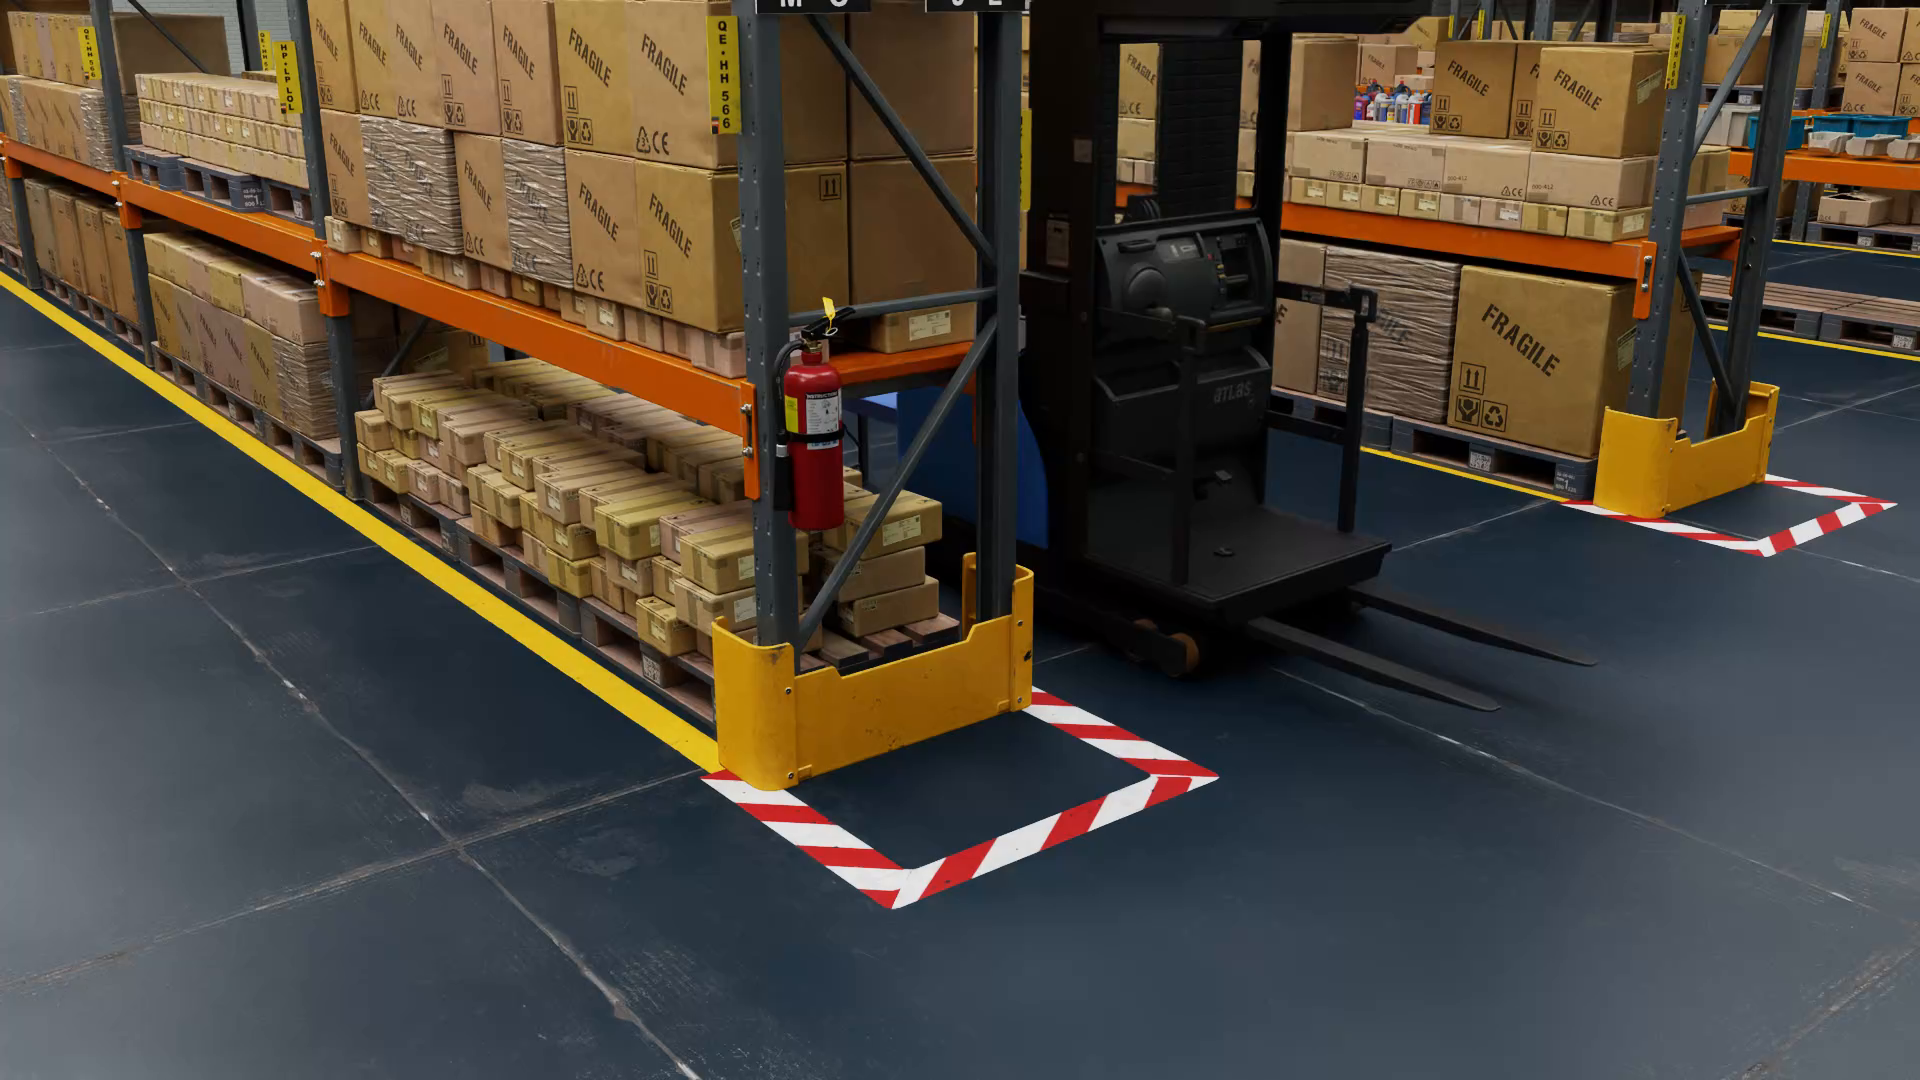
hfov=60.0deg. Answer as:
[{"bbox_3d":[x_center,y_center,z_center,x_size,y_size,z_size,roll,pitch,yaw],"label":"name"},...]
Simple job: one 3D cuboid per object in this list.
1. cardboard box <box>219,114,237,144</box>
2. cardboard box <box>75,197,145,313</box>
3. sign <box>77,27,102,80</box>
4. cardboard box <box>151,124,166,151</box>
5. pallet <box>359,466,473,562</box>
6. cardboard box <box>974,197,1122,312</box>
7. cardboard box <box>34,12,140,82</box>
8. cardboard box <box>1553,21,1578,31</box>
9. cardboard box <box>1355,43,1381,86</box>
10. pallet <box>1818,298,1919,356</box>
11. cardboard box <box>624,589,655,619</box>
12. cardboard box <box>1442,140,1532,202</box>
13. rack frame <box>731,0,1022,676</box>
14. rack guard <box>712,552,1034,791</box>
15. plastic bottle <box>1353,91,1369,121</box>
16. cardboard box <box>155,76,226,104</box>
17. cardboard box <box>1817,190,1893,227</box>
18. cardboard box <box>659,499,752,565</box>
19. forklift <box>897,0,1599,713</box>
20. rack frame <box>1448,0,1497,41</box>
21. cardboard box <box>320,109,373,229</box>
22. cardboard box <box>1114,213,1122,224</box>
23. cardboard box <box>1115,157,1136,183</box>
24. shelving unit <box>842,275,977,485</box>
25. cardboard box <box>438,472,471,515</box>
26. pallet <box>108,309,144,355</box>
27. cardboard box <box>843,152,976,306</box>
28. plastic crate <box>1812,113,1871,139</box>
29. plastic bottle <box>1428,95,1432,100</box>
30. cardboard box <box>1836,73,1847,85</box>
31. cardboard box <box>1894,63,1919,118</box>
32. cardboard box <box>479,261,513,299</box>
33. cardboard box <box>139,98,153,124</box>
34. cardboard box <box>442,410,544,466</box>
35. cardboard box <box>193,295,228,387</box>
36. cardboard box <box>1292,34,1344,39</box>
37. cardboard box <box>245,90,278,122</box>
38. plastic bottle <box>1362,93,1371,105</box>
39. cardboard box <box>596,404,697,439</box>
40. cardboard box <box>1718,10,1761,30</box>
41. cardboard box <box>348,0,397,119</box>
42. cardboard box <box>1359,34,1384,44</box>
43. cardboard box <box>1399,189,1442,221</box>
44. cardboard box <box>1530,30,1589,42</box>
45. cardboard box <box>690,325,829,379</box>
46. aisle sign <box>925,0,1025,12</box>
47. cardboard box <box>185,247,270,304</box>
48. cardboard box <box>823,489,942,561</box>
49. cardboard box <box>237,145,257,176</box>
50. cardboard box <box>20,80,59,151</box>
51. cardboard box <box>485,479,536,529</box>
[{"bbox_3d":[-3.936,-2.328,9.378,0.380,0.149,0.250,-14,23,-36],"label":"cardboard box"},{"bbox_3d":[-6.050,-2.222,12.712,1.050,0.750,0.750,-14,23,-35],"label":"cardboard box"},{"bbox_3d":[-5.630,-3.149,10.758,0.100,0.325,0.005,-14,23,-36],"label":"sign"},{"bbox_3d":[-4.911,-2.573,10.591,0.380,0.149,0.250,-13,22,-33],"label":"cardboard box"},{"bbox_3d":[-2.268,-0.240,8.252,1.003,0.211,1.213,-14,23,-36],"label":"pallet"},{"bbox_3d":[0.825,-2.010,11.874,1.225,0.875,0.875,-14,23,-36],"label":"cardboard box"},{"bbox_3d":[-6.733,-3.844,12.949,0.700,0.500,0.500,-14,23,-36],"label":"cardboard box"},{"bbox_3d":[8.983,-7.366,24.478,0.700,0.500,0.500,-10,21,-29],"label":"cardboard box"},{"bbox_3d":[5.141,-6.171,21.569,0.500,0.500,0.500,-14,23,-36],"label":"cardboard box"},{"bbox_3d":[7.122,-1.534,12.159,1.003,0.211,1.213,-14,23,-36],"label":"pallet"},{"bbox_3d":[-1.055,0.203,6.346,0.380,0.149,0.250,-14,23,-36],"label":"cardboard box"},{"bbox_3d":[2.898,-1.943,8.723,0.500,0.250,0.500,-14,23,-37],"label":"cardboard box"},{"bbox_3d":[-0.229,-0.737,5.316,1.000,3.000,0.127,-14,23,-36],"label":"rack frame"},{"bbox_3d":[-0.277,0.431,5.766,1.175,0.500,0.348,-14,23,-36],"label":"rack guard"},{"bbox_3d":[3.675,-3.964,15.247,0.061,0.283,0.133,-14,23,-36],"label":"plastic bottle"},{"bbox_3d":[-4.744,-2.792,10.308,0.380,0.149,0.250,-14,23,-36],"label":"cardboard box"},{"bbox_3d":[9.097,-3.385,16.891,0.500,0.311,0.500,-14,23,-36],"label":"cardboard box"},{"bbox_3d":[-0.868,-0.019,6.070,0.380,0.149,0.250,-13,23,-35],"label":"cardboard box"},{"bbox_3d":[1.031,-1.050,6.371,1.130,2.935,3.031,-15,23,-37],"label":"forklift"},{"bbox_3d":[7.919,-7.537,25.853,1.000,3.000,0.127,-14,23,-36],"label":"rack frame"},{"bbox_3d":[-2.603,-1.740,7.713,0.500,0.500,0.500,-14,23,-37],"label":"cardboard box"},{"bbox_3d":[1.585,-1.678,10.871,0.875,0.875,0.875,-14,23,-36],"label":"cardboard box"},{"bbox_3d":[1.161,-2.409,10.764,0.380,0.149,0.250,-14,23,-36],"label":"cardboard box"},{"bbox_3d":[-0.357,-0.842,8.019,0.538,1.500,1.048,-15,23,-37],"label":"shelving unit"},{"bbox_3d":[-2.182,-0.247,7.703,0.380,0.149,0.250,-15,23,-37],"label":"cardboard box"},{"bbox_3d":[-5.627,-1.593,12.339,1.003,0.211,1.213,-14,23,-36],"label":"pallet"},{"bbox_3d":[-0.292,-1.090,5.751,0.500,0.500,0.500,-13,22,-34],"label":"cardboard box"},{"bbox_3d":[6.705,-3.119,12.682,0.416,0.233,0.300,-14,23,-36],"label":"plastic crate"},{"bbox_3d":[4.413,-4.047,15.511,0.152,0.276,0.135,-14,23,-36],"label":"plastic bottle"},{"bbox_3d":[11.387,-5.940,21.396,0.380,0.149,0.250,-14,23,-36],"label":"cardboard box"},{"bbox_3d":[9.429,-4.341,16.043,0.500,0.500,0.500,-13,23,-35],"label":"cardboard box"},{"bbox_3d":[-1.735,-1.098,6.805,0.380,0.149,0.250,-13,22,-34],"label":"cardboard box"},{"bbox_3d":[-5.054,-2.771,10.718,0.380,0.149,0.250,-13,22,-34],"label":"cardboard box"},{"bbox_3d":[-2.067,-0.455,7.386,0.380,0.149,0.250,-13,23,-35],"label":"cardboard box"},{"bbox_3d":[-4.320,-1.248,10.168,0.500,0.500,0.500,-15,23,-37],"label":"cardboard box"},{"bbox_3d":[2.041,-2.906,10.440,0.500,0.500,0.500,-14,23,-36],"label":"cardboard box"},{"bbox_3d":[-3.605,-2.341,8.945,0.380,0.149,0.250,-14,23,-36],"label":"cardboard box"},{"bbox_3d":[3.726,-3.978,15.309,0.097,0.271,0.097,0,18,0],"label":"plastic bottle"},{"bbox_3d":[-1.421,-0.507,7.543,0.380,0.149,0.250,-15,24,-38],"label":"cardboard box"},{"bbox_3d":[10.501,-6.937,22.182,0.500,0.250,0.500,-13,23,-35],"label":"cardboard box"},{"bbox_3d":[-2.290,-2.102,7.217,0.500,0.500,0.500,-15,23,-38],"label":"cardboard box"},{"bbox_3d":[6.765,-8.136,26.674,0.500,0.500,0.500,-15,23,-38],"label":"cardboard box"},{"bbox_3d":[2.607,-1.836,9.034,0.380,0.149,0.250,-15,23,-37],"label":"cardboard box"},{"bbox_3d":[7.001,-5.698,19.470,0.500,0.500,0.700,11,21,30],"label":"cardboard box"},{"bbox_3d":[-0.653,-0.643,5.432,0.380,0.149,0.250,-14,23,-36],"label":"cardboard box"},{"bbox_3d":[0.051,-2.012,5.030,0.394,0.787,0.004,-14,23,-36],"label":"aisle sign"},{"bbox_3d":[-4.346,-1.610,10.070,0.500,0.250,0.500,-14,23,-36],"label":"cardboard box"},{"bbox_3d":[-0.288,-0.061,6.195,0.380,0.149,0.250,-15,24,-39],"label":"cardboard box"},{"bbox_3d":[-3.762,-2.117,9.215,0.380,0.149,0.250,-15,24,-38],"label":"cardboard box"},{"bbox_3d":[-6.942,-3.311,12.932,0.500,0.500,0.500,-14,23,-36],"label":"cardboard box"},{"bbox_3d":[-1.774,-0.181,7.030,0.380,0.149,0.250,-14,23,-36],"label":"cardboard box"}]
